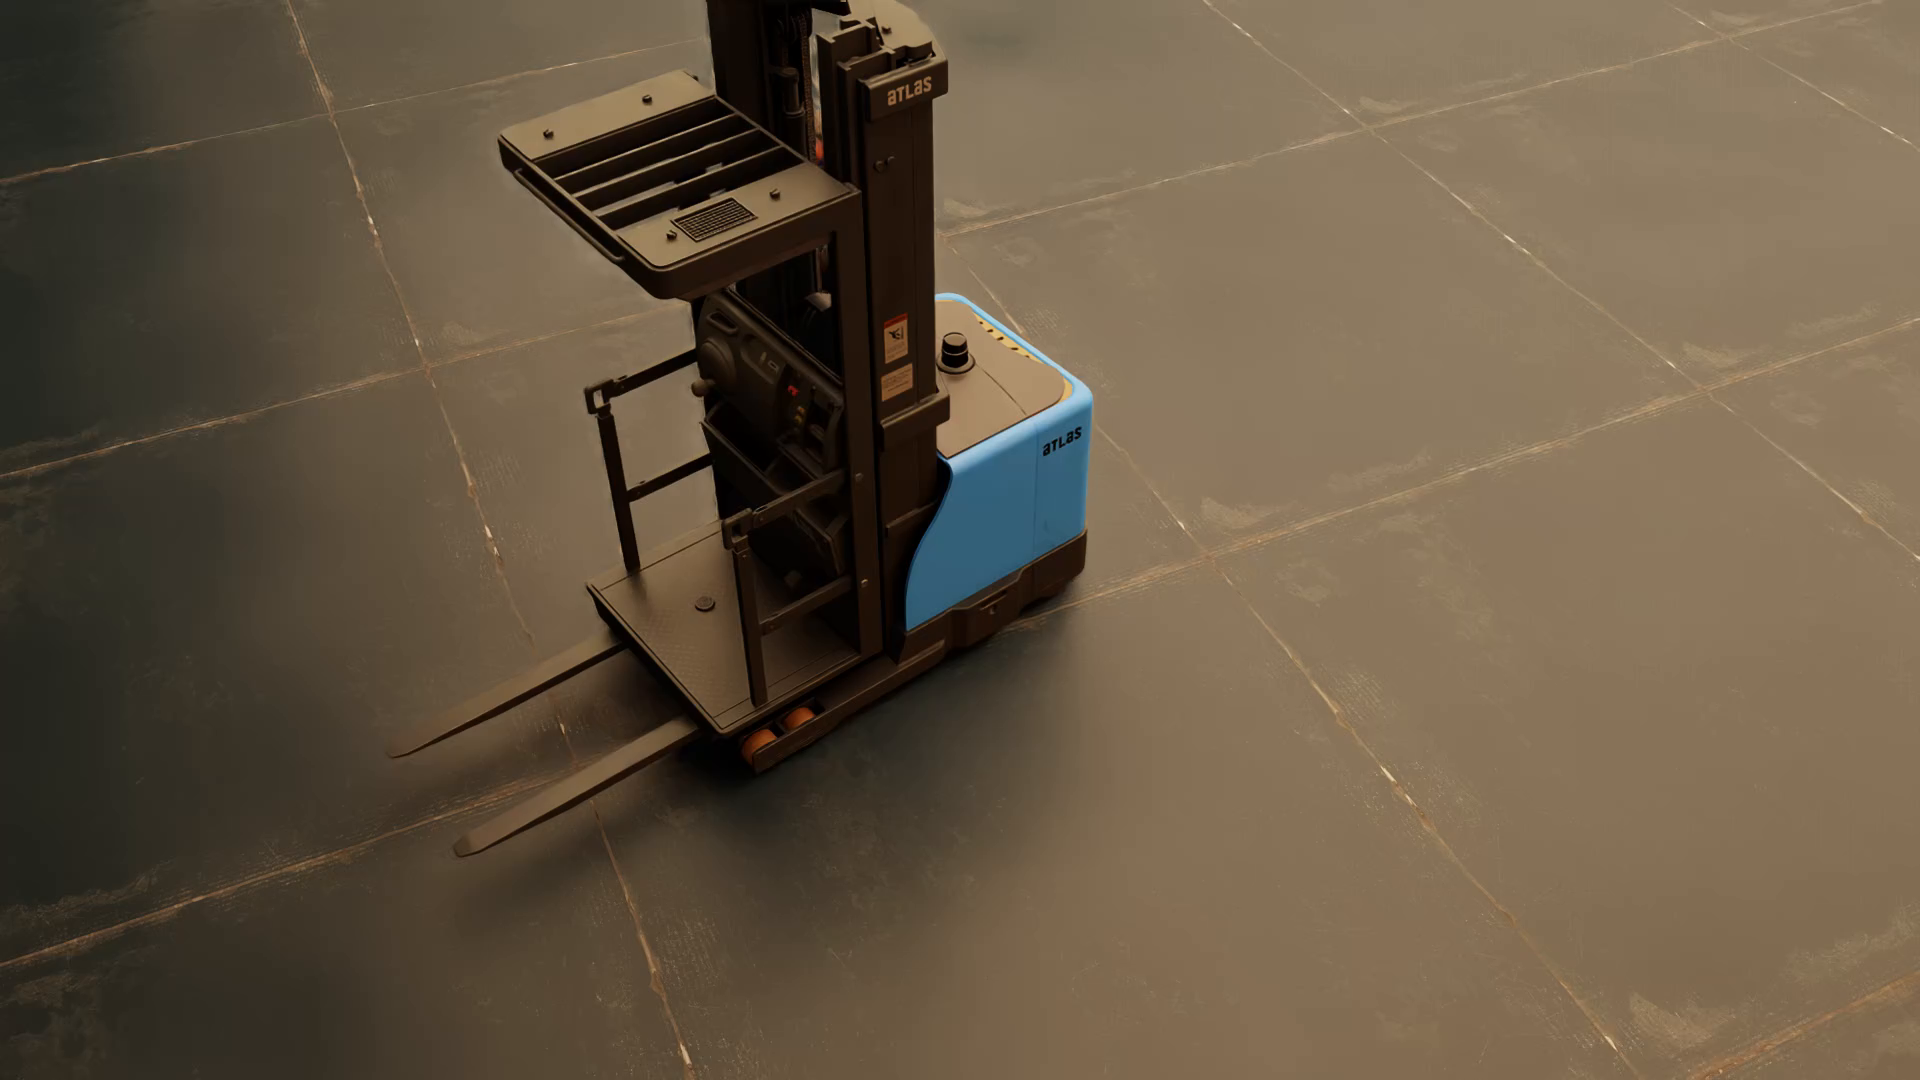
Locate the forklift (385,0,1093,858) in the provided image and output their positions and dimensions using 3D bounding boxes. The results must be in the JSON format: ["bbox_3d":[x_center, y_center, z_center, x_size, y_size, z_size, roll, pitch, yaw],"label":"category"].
[{"bbox_3d":[-0.897,-0.540,6.259,3.031,2.935,1.130,-28,50,-27],"label":"forklift"}]

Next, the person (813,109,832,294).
[{"bbox_3d":[-0.516,-1.474,8.368,0.746,1.452,0.620,-33,52,-30],"label":"person"}]
